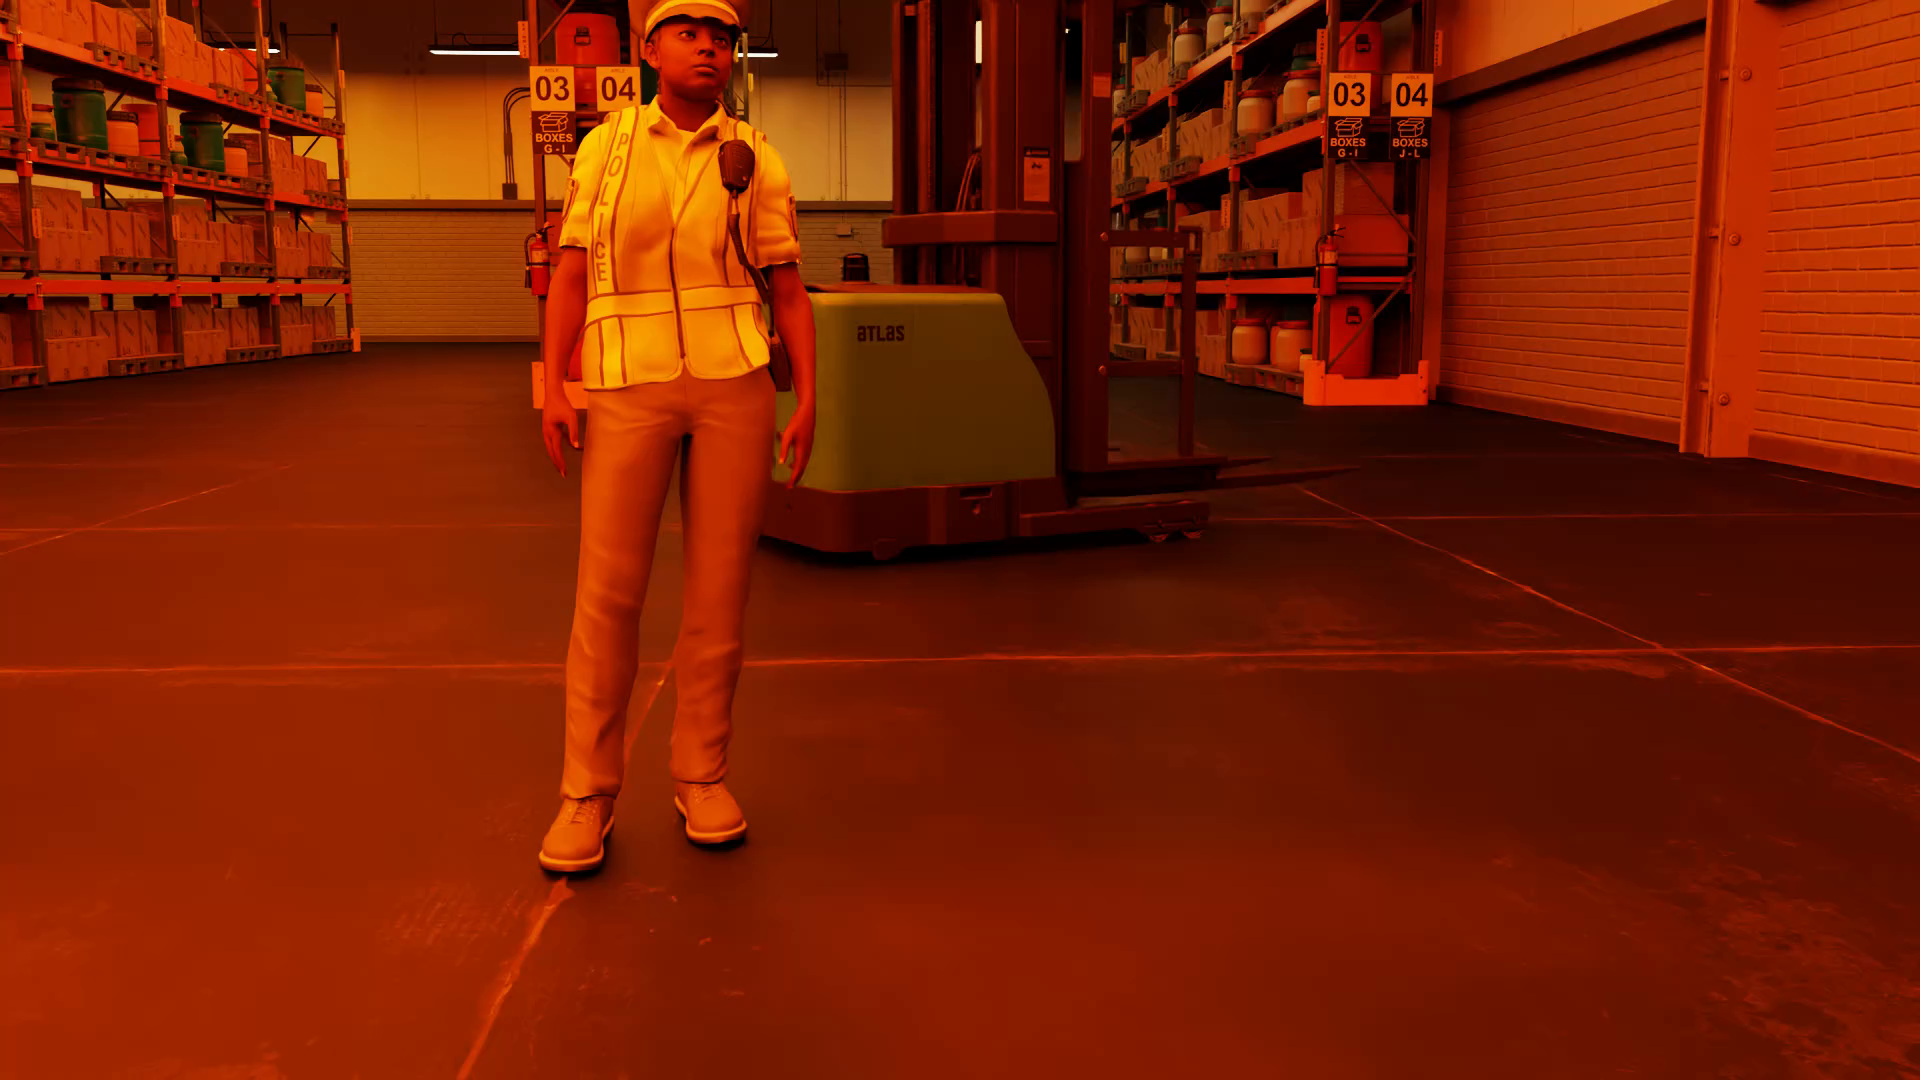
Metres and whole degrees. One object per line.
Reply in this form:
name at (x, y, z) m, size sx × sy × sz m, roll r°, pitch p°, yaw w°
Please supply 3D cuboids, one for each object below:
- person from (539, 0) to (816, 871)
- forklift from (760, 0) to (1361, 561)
person at (-0.552, -0.259, 3.241) m, size 0.569 × 1.693 × 0.530 m, roll -2°, pitch 9°, yaw -12°
forklift at (0.511, -1.506, 7.473) m, size 3.031 × 2.935 × 1.130 m, roll -5°, pitch 10°, yaw -32°
